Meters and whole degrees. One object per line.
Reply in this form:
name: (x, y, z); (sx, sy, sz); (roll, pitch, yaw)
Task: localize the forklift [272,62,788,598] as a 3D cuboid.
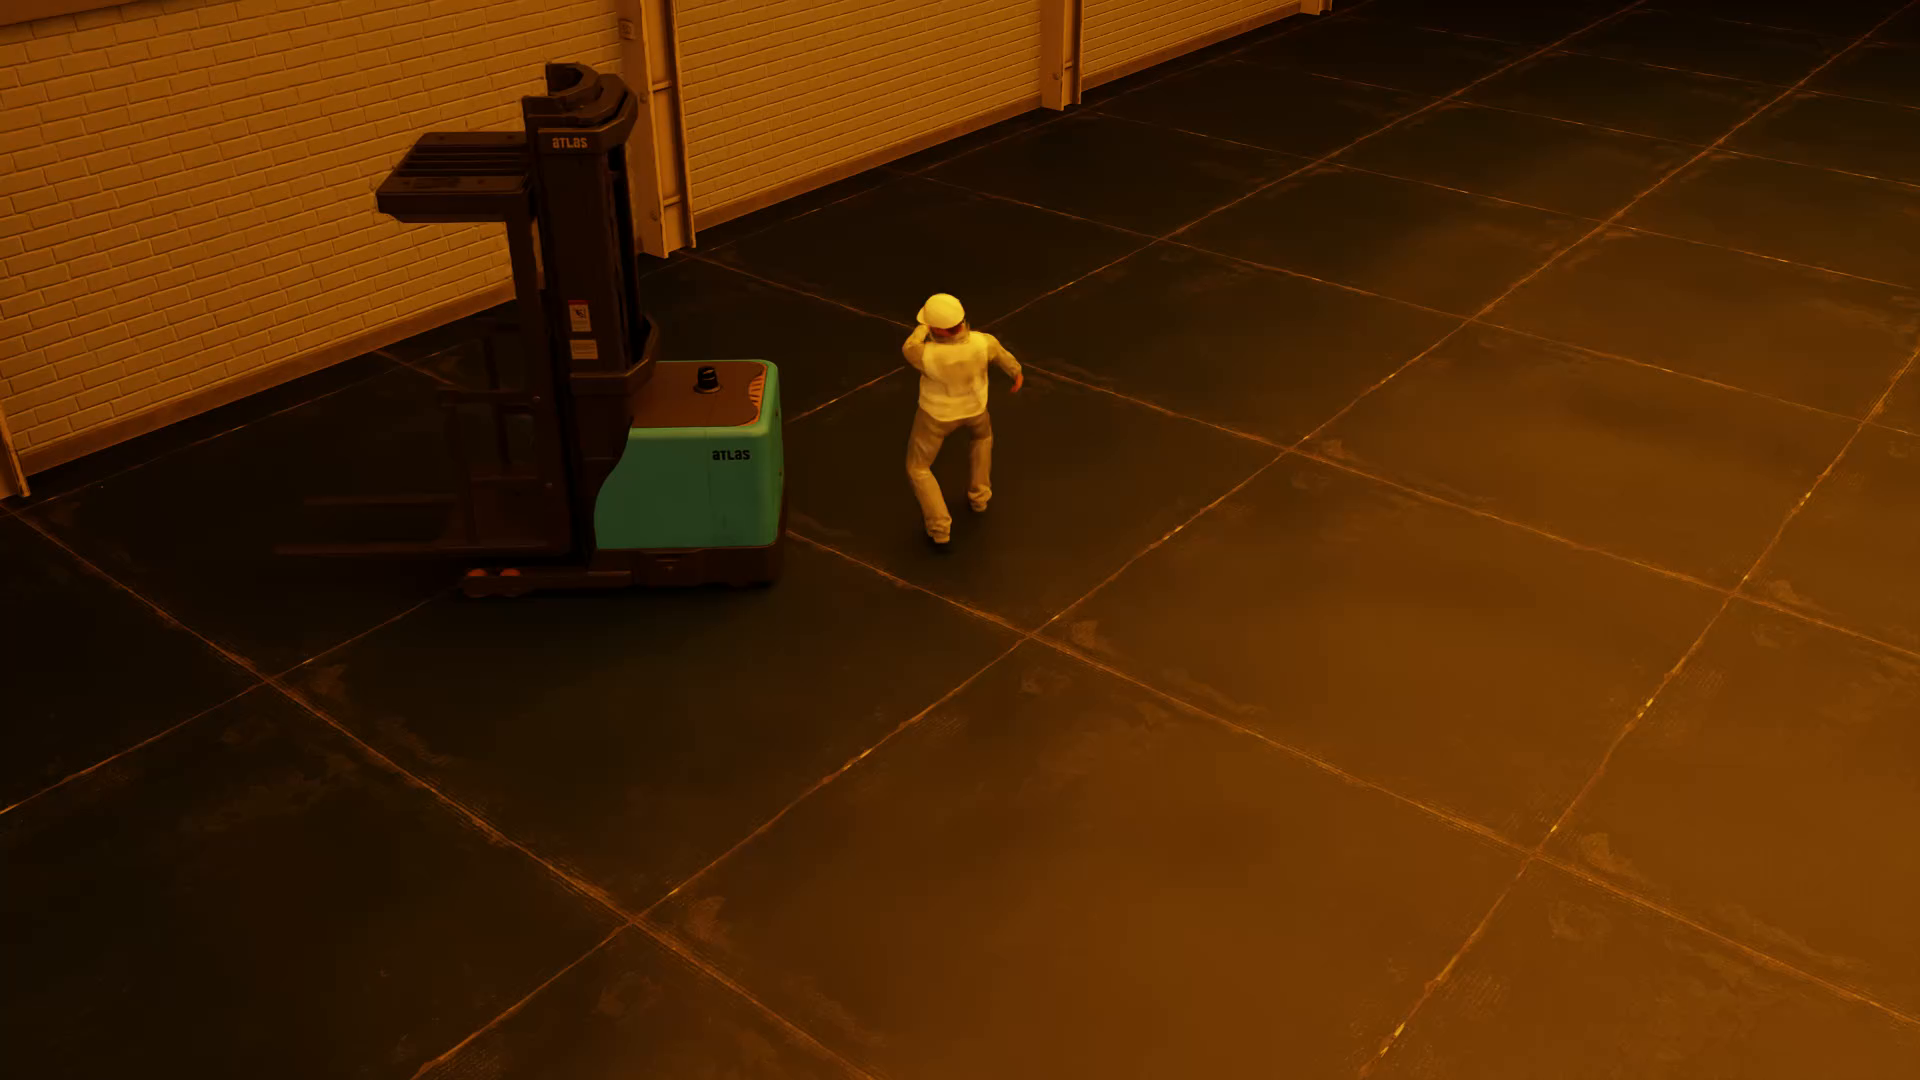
forklift: (-2.609, -1.193, 9.637); (3.031, 2.935, 1.130); (-1, 30, -2)

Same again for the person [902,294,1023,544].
person: (0.014, -0.892, 10.411); (0.837, 1.609, 0.843); (-15, 33, -24)
